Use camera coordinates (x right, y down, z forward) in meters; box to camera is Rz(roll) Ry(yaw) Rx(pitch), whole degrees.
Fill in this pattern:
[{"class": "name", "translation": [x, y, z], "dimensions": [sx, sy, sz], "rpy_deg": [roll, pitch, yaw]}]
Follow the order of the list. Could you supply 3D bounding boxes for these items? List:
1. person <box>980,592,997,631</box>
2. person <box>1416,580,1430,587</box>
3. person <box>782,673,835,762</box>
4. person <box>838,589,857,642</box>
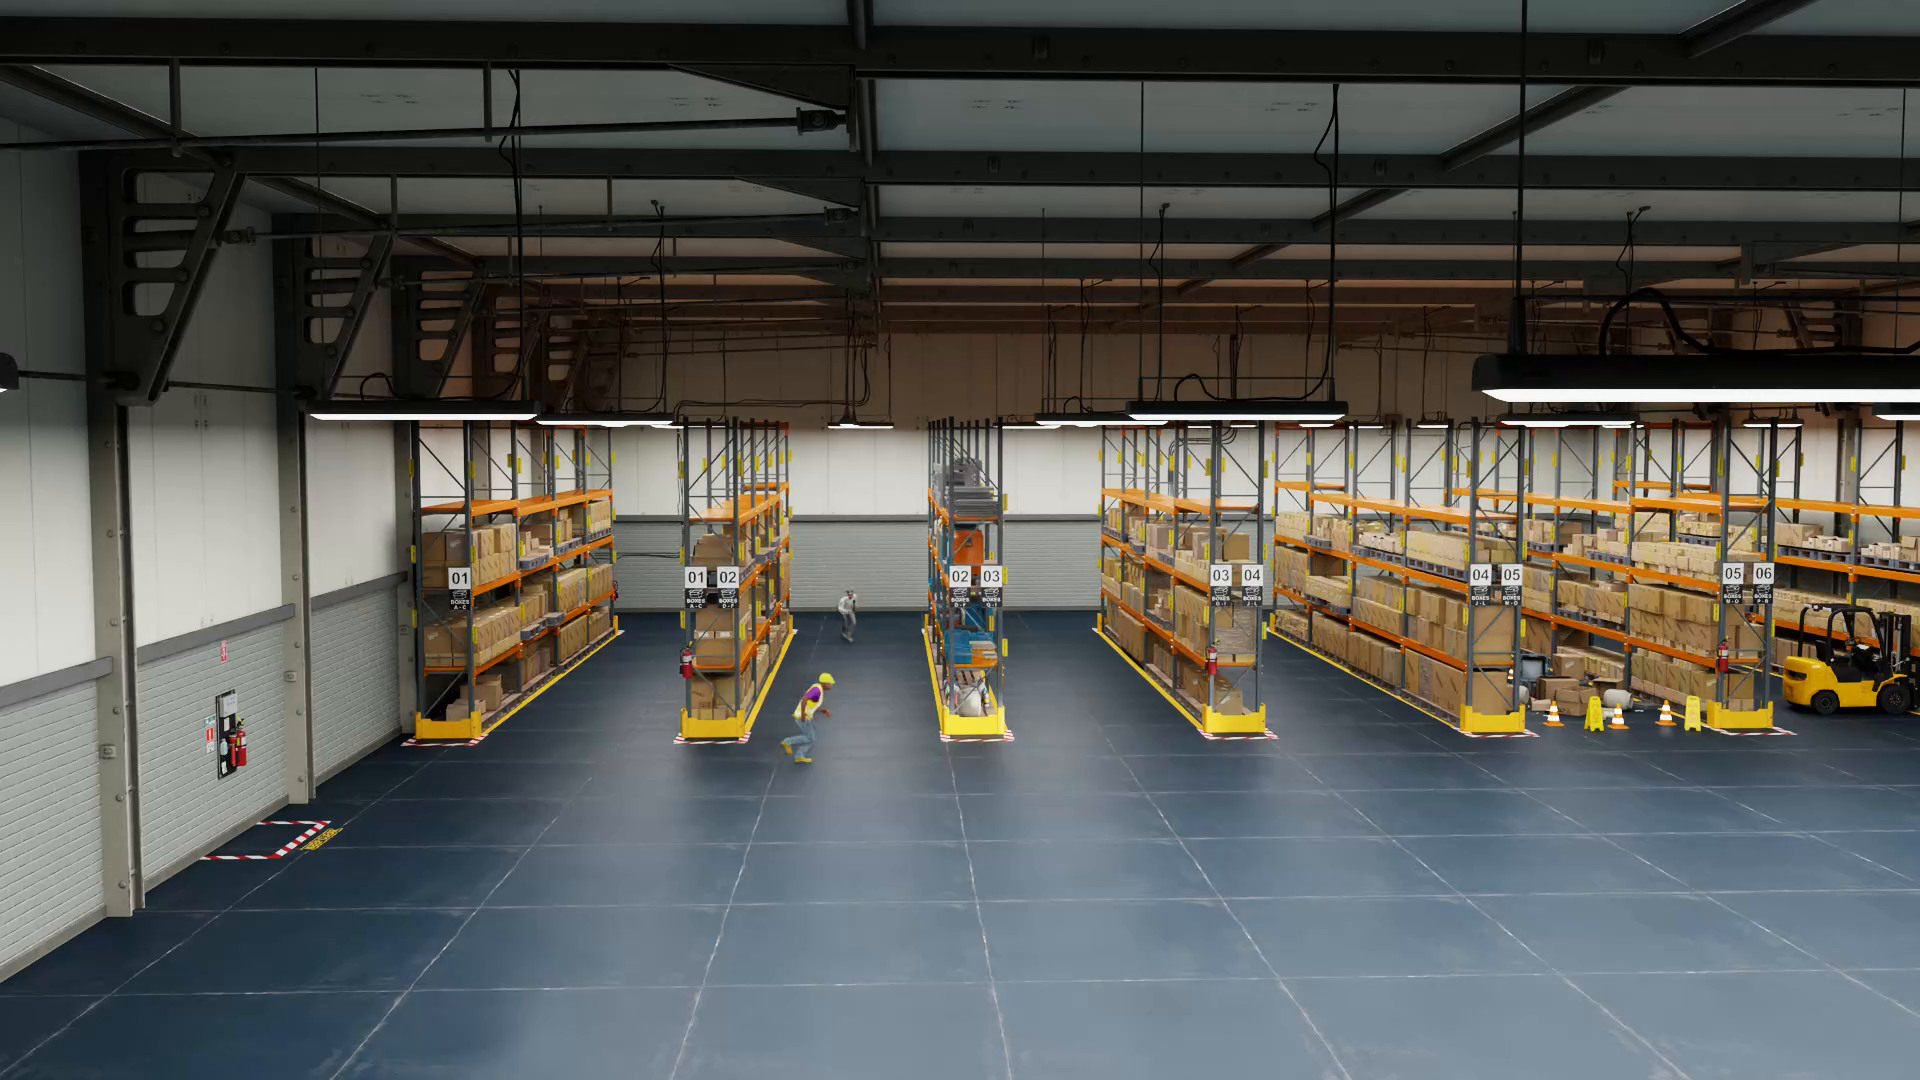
[{"class": "person", "translation": [0.834, 1.704, 47.866], "dimensions": [0.682, 1.773, 0.843], "rpy_deg": [-1, 4, -17]}, {"class": "person", "translation": [13.969, 1.637, 49.827], "dimensions": [0.800, 1.721, 0.550], "rpy_deg": [-1, 4, -13]}, {"class": "person", "translation": [-2.616, 3.077, 28.694], "dimensions": [0.941, 1.562, 0.726], "rpy_deg": [0, 4, 5]}, {"class": "person", "translation": [-3.130, 2.045, 45.552], "dimensions": [0.609, 1.469, 1.087], "rpy_deg": [-2, 4, -25]}]
